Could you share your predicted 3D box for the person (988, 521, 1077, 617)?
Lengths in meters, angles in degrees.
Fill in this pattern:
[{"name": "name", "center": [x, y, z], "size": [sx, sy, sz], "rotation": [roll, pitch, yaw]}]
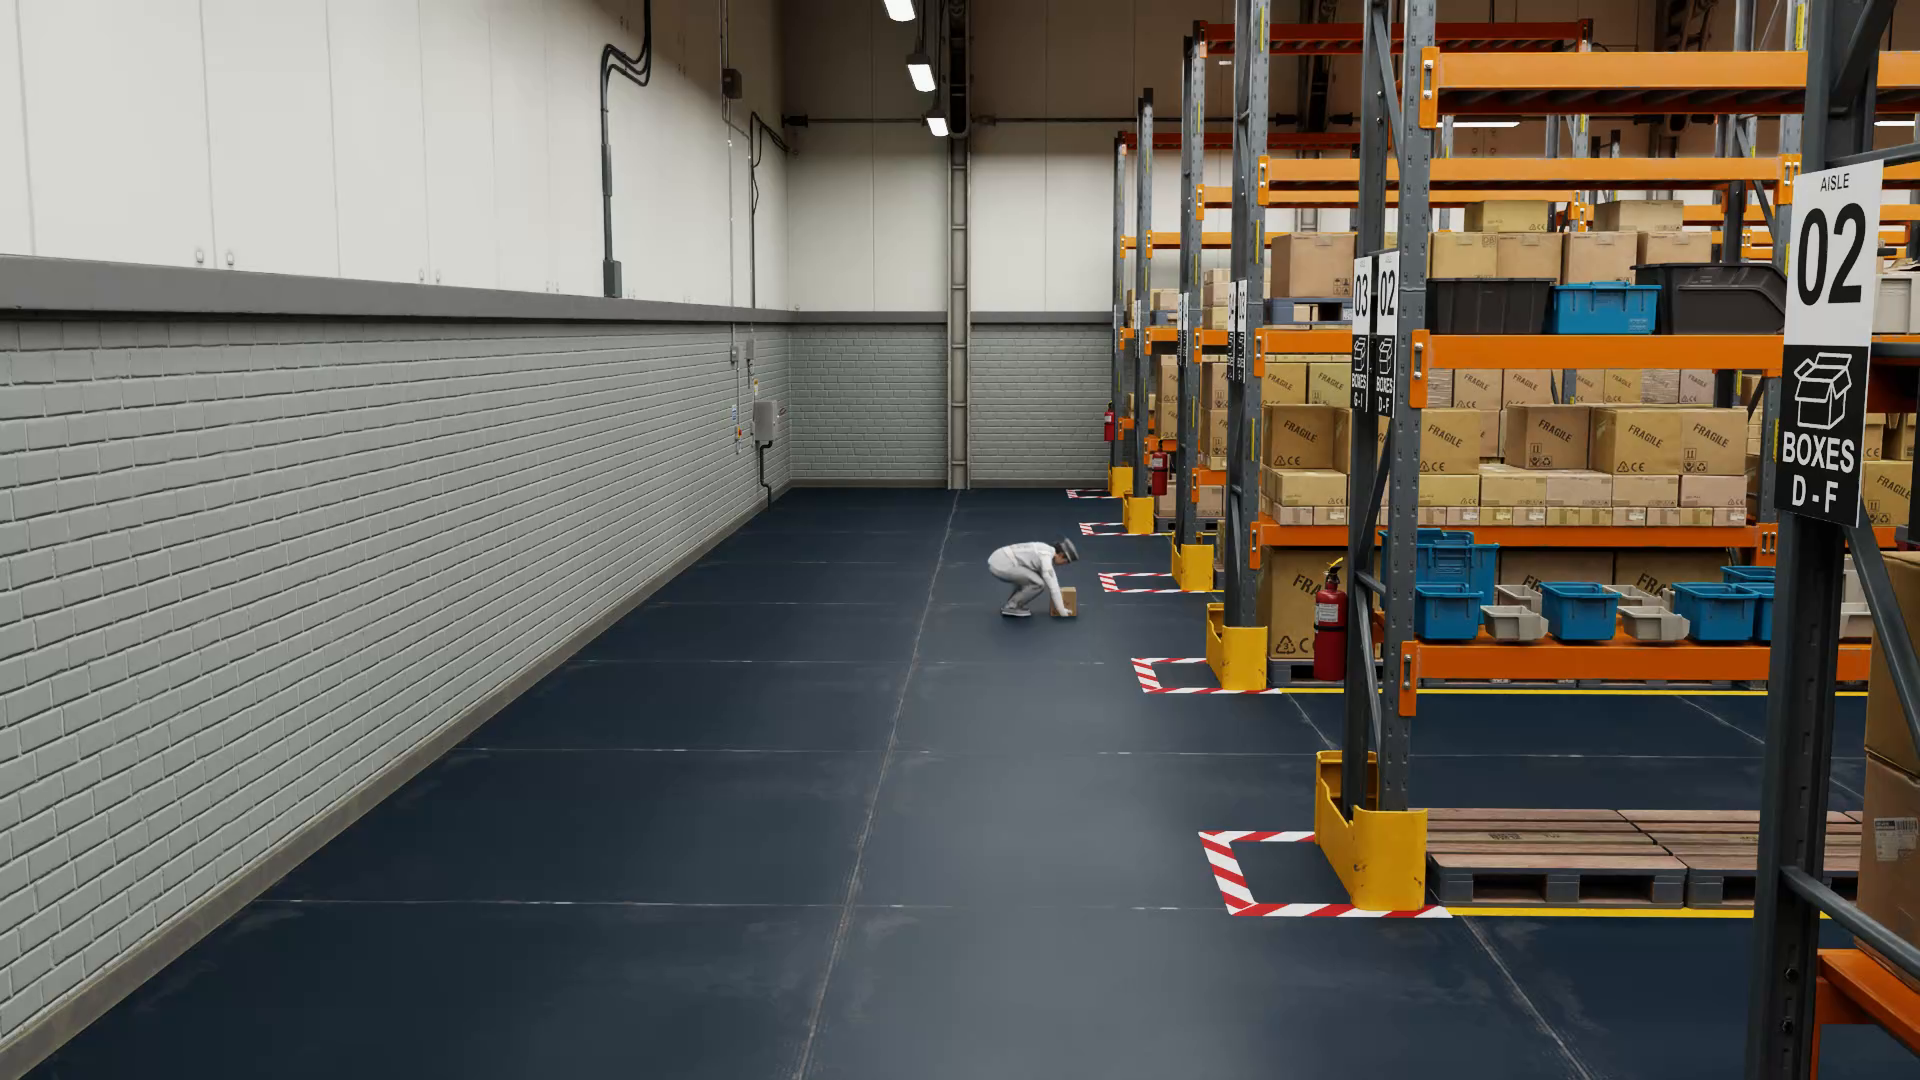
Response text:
[{"name": "person", "center": [0.724, 0.284, 16.496], "size": [0.883, 0.919, 0.456], "rotation": [0, 7, -2]}]
